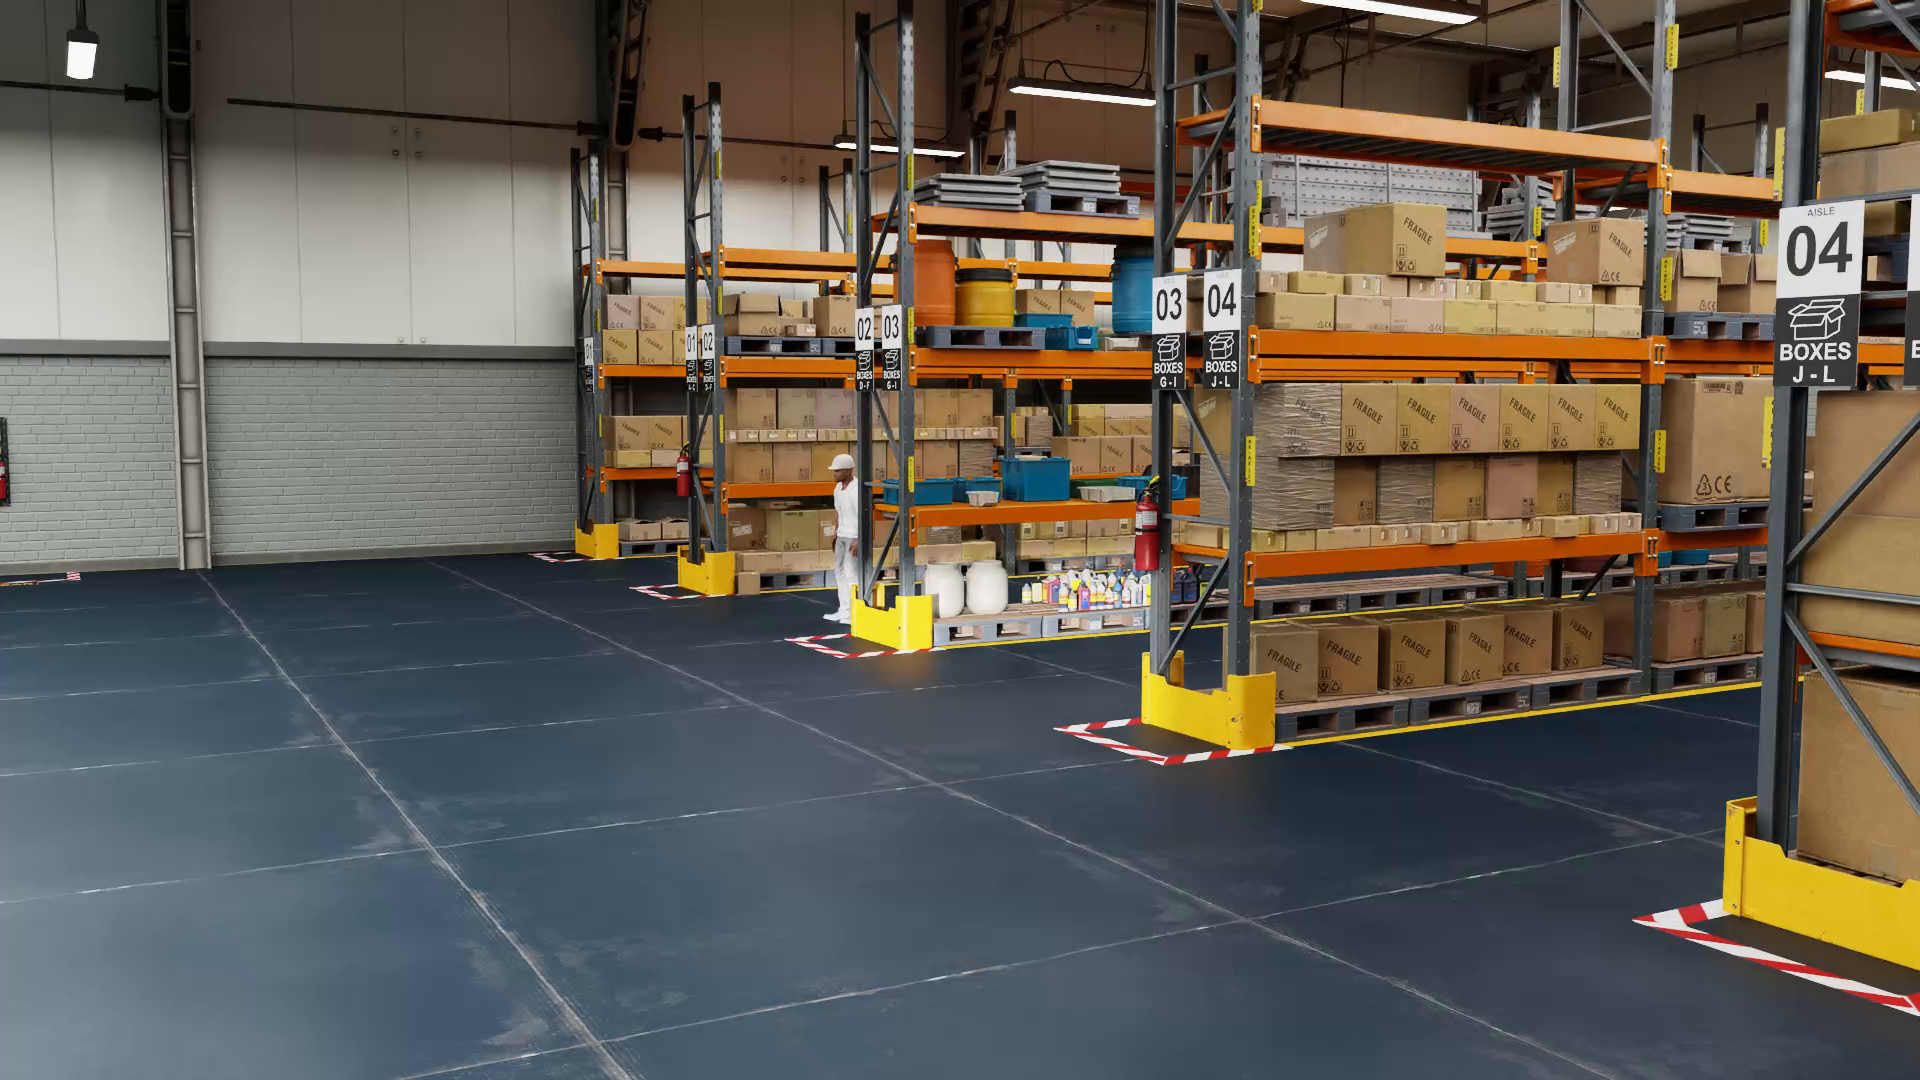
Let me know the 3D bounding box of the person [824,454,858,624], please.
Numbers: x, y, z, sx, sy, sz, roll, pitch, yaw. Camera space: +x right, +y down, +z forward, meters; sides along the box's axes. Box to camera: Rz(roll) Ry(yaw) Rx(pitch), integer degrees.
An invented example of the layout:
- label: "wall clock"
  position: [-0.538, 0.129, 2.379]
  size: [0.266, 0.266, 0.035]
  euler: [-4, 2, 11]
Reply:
- label: "person"
  position: [-1.165, -0.017, 17.339]
  size: [0.456, 1.761, 0.628]
  euler: [-3, 6, -28]
